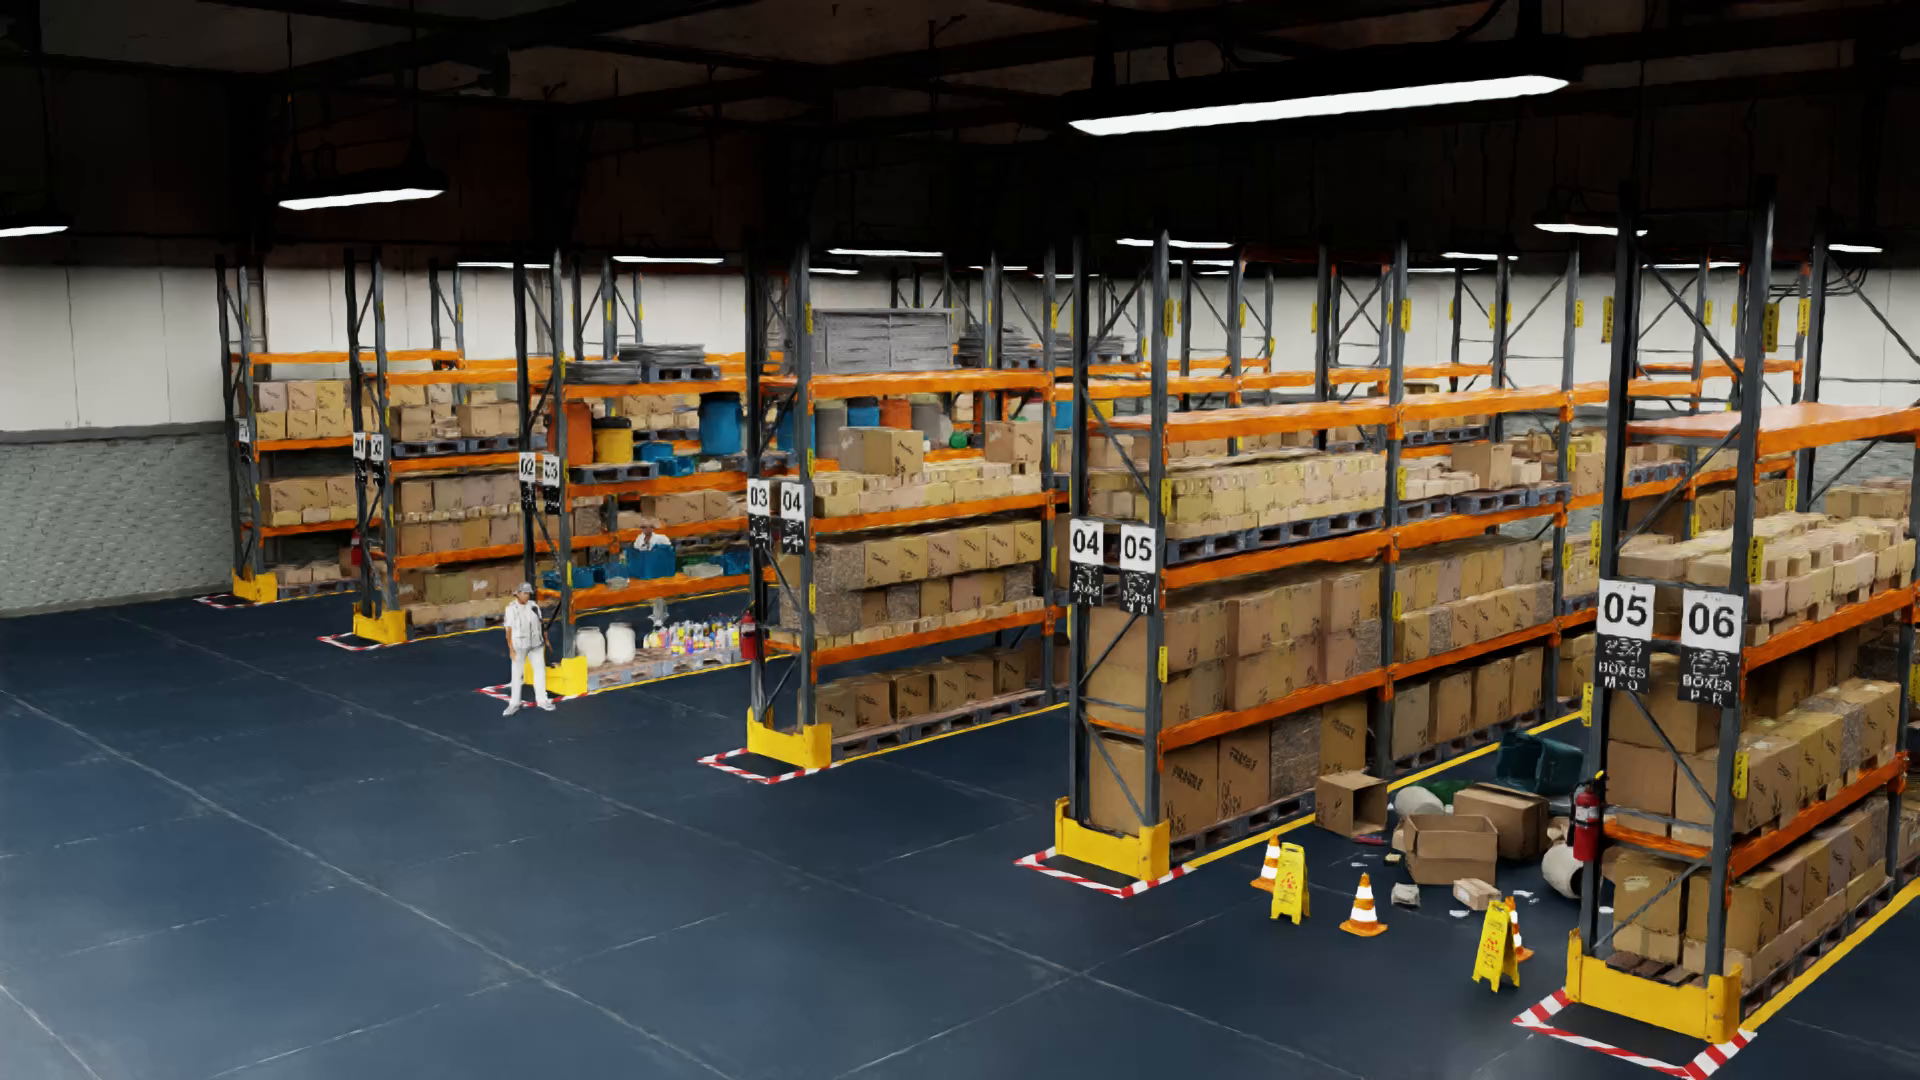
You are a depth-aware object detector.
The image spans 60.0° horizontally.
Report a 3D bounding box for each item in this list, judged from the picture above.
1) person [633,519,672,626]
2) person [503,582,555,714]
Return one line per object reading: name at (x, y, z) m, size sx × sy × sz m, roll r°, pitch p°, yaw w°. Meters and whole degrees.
person at (-4.937, 0.499, 26.922) m, size 0.735 × 1.712 × 0.905 m, roll 4°, pitch 9°, yaw 28°
person at (-5.494, 1.354, 21.076) m, size 0.659 × 1.671 × 0.381 m, roll -6°, pitch 10°, yaw -37°
